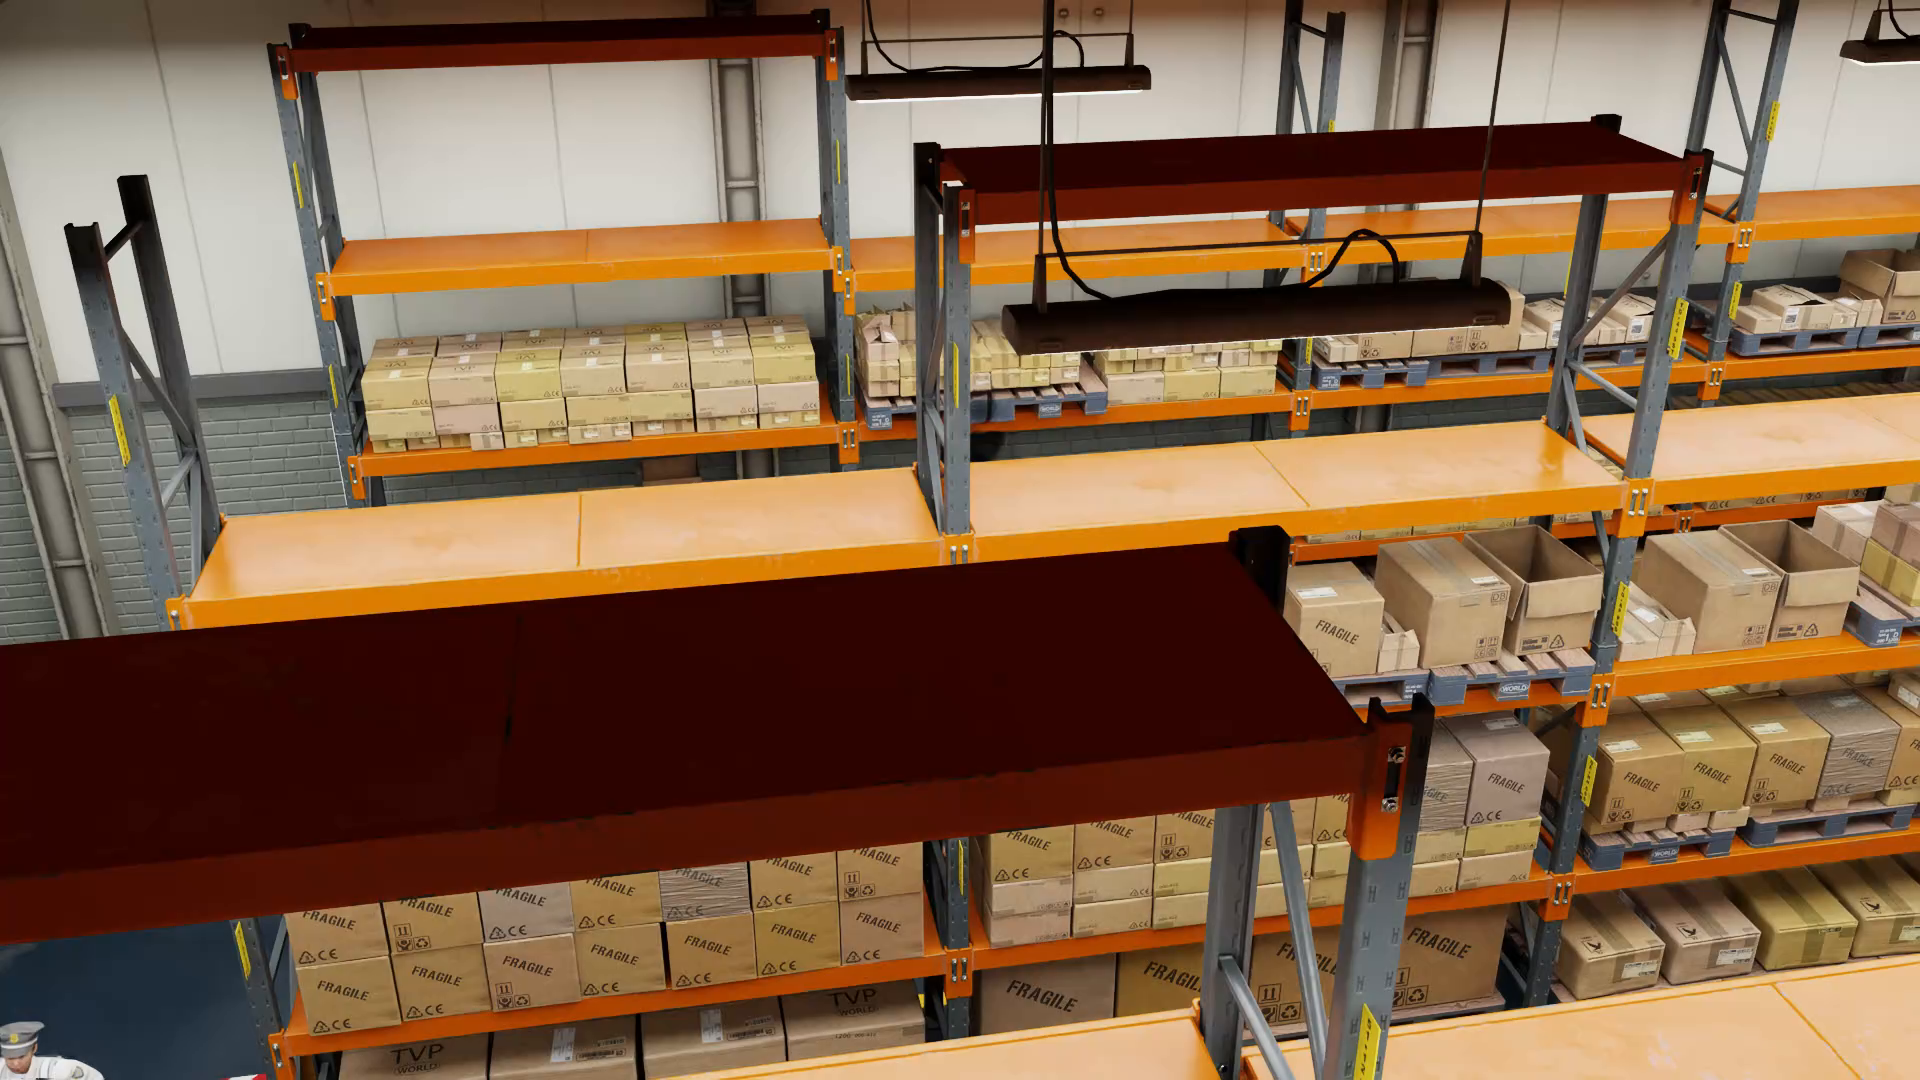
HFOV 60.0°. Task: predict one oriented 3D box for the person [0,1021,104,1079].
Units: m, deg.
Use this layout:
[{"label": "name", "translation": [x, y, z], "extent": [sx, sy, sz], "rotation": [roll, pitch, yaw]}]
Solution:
[{"label": "person", "translation": [-5.189, 3.391, 9.344], "extent": [0.678, 1.675, 0.915], "rotation": [0, 26, 0]}]
